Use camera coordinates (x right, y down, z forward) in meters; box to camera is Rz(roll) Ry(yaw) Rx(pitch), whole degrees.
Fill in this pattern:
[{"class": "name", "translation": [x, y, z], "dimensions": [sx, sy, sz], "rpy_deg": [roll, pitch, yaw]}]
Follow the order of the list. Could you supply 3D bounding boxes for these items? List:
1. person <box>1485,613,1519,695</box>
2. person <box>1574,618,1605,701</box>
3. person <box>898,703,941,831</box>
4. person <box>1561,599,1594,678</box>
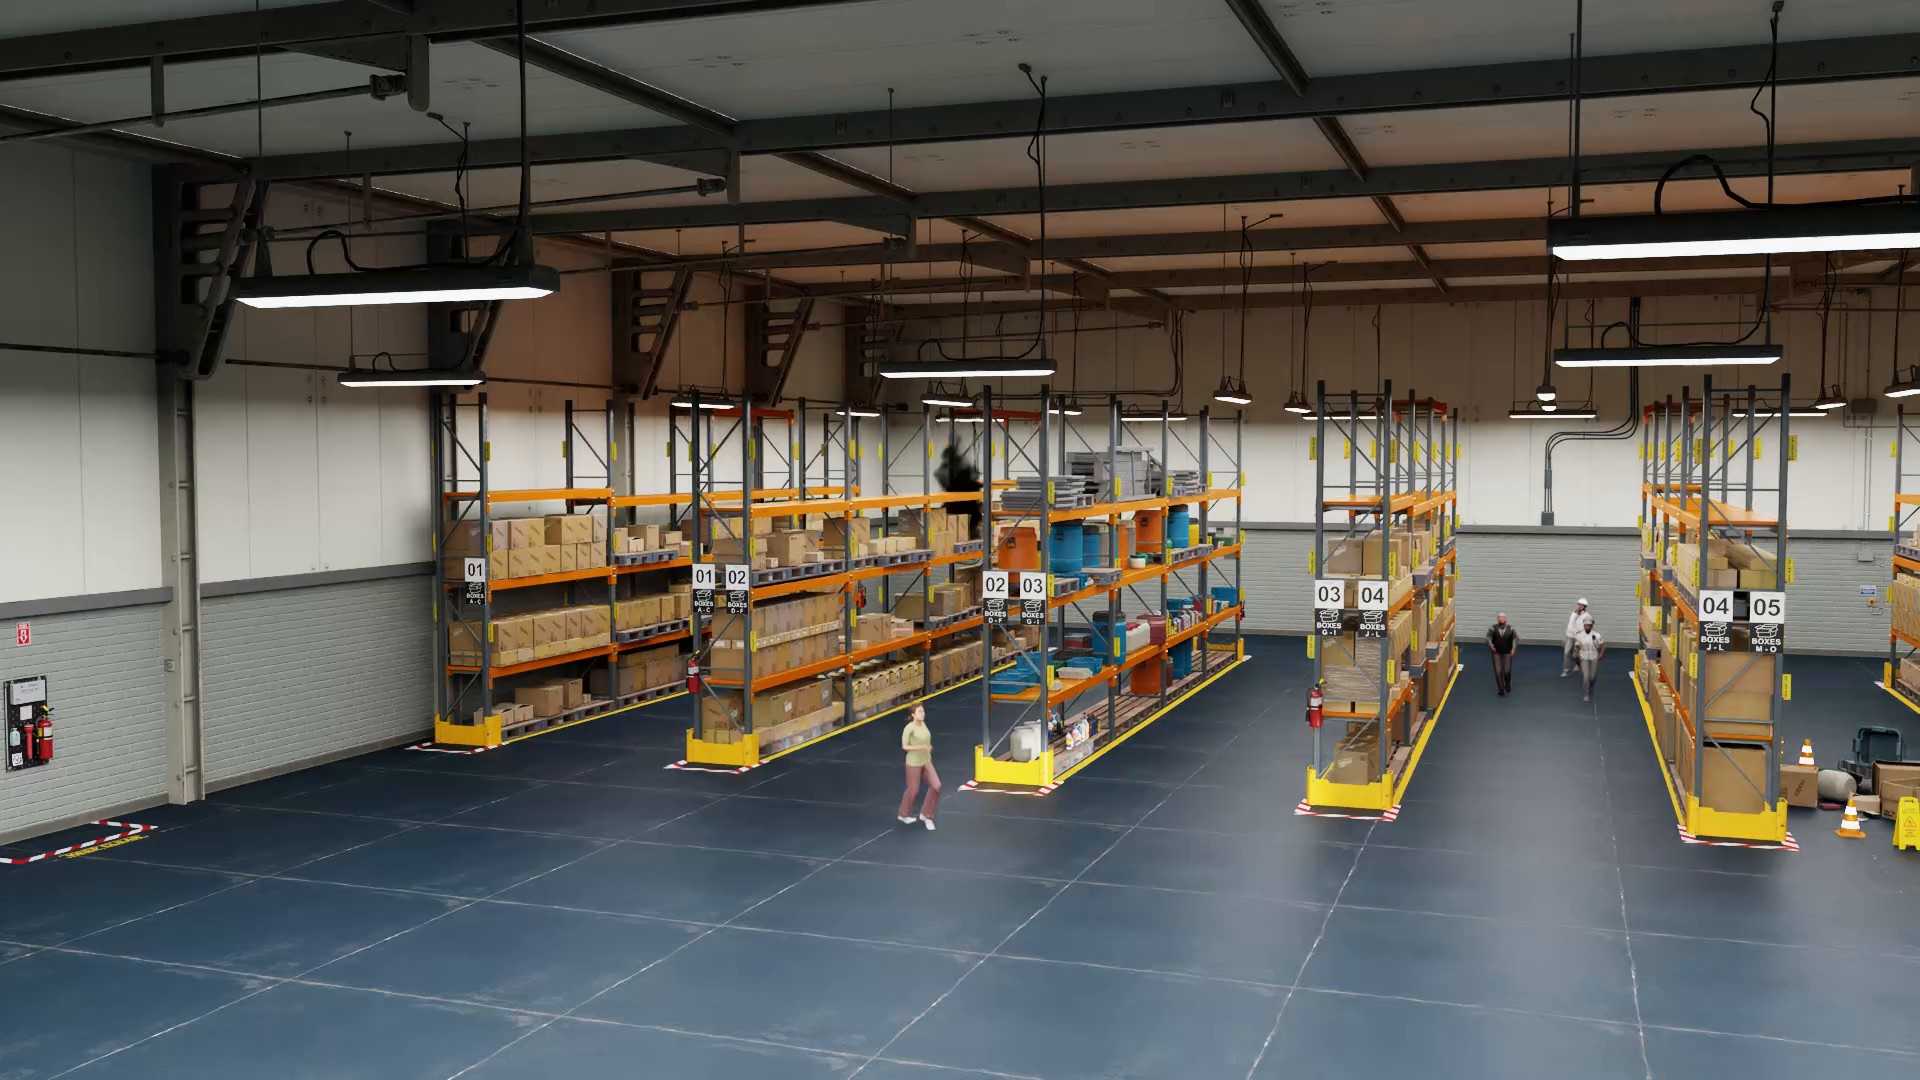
[{"class": "person", "translation": [11.110, 2.342, 34.136], "dimensions": [0.662, 1.680, 0.568], "rpy_deg": [1, 3, 21]}, {"class": "person", "translation": [12.630, 2.402, 33.401], "dimensions": [0.581, 1.668, 0.460], "rpy_deg": [1, 3, 24]}, {"class": "person", "translation": [-0.566, 3.002, 22.024], "dimensions": [0.556, 1.710, 0.711], "rpy_deg": [-3, 4, -44]}, {"class": "person", "translation": [13.690, 2.177, 36.873], "dimensions": [0.791, 1.755, 0.698], "rpy_deg": [-3, 4, -42]}]
